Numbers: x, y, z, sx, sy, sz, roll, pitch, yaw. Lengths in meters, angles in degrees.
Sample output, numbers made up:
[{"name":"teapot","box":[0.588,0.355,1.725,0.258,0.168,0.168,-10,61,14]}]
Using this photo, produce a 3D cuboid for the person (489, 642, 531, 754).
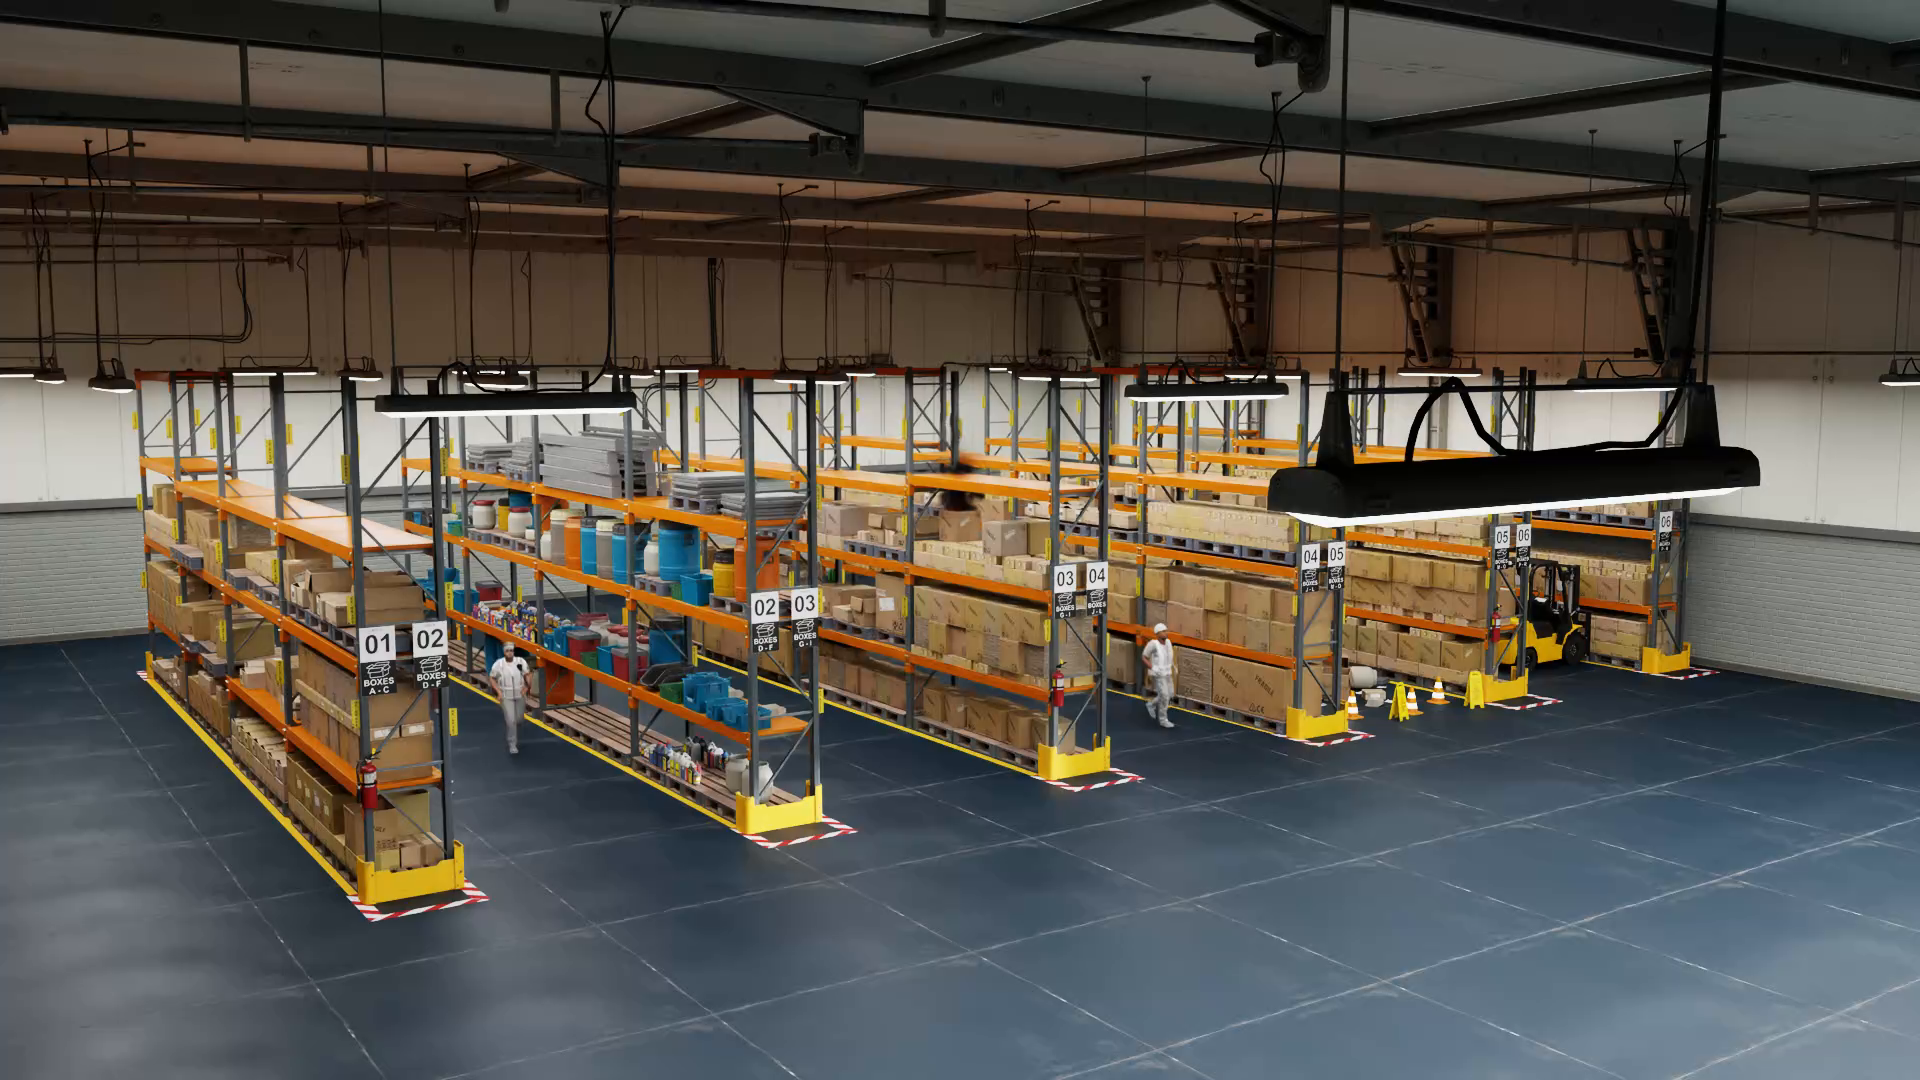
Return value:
[{"name":"person","box":[-7.154,2.469,26.497,0.657,1.779,0.773,-3,7,-26]}]

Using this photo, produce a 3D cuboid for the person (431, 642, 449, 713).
[{"name":"person","box":[-9.239,2.226,29.243,0.564,1.620,0.512,-4,8,-34]}]

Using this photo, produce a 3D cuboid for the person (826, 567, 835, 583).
[{"name":"person","box":[-3.071,0.693,42.342,0.617,1.741,0.689,-4,7,-30]}]

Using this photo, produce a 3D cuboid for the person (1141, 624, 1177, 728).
[{"name":"person","box":[3.358,2.278,28.174,0.691,1.749,0.684,-6,9,-43]}]
